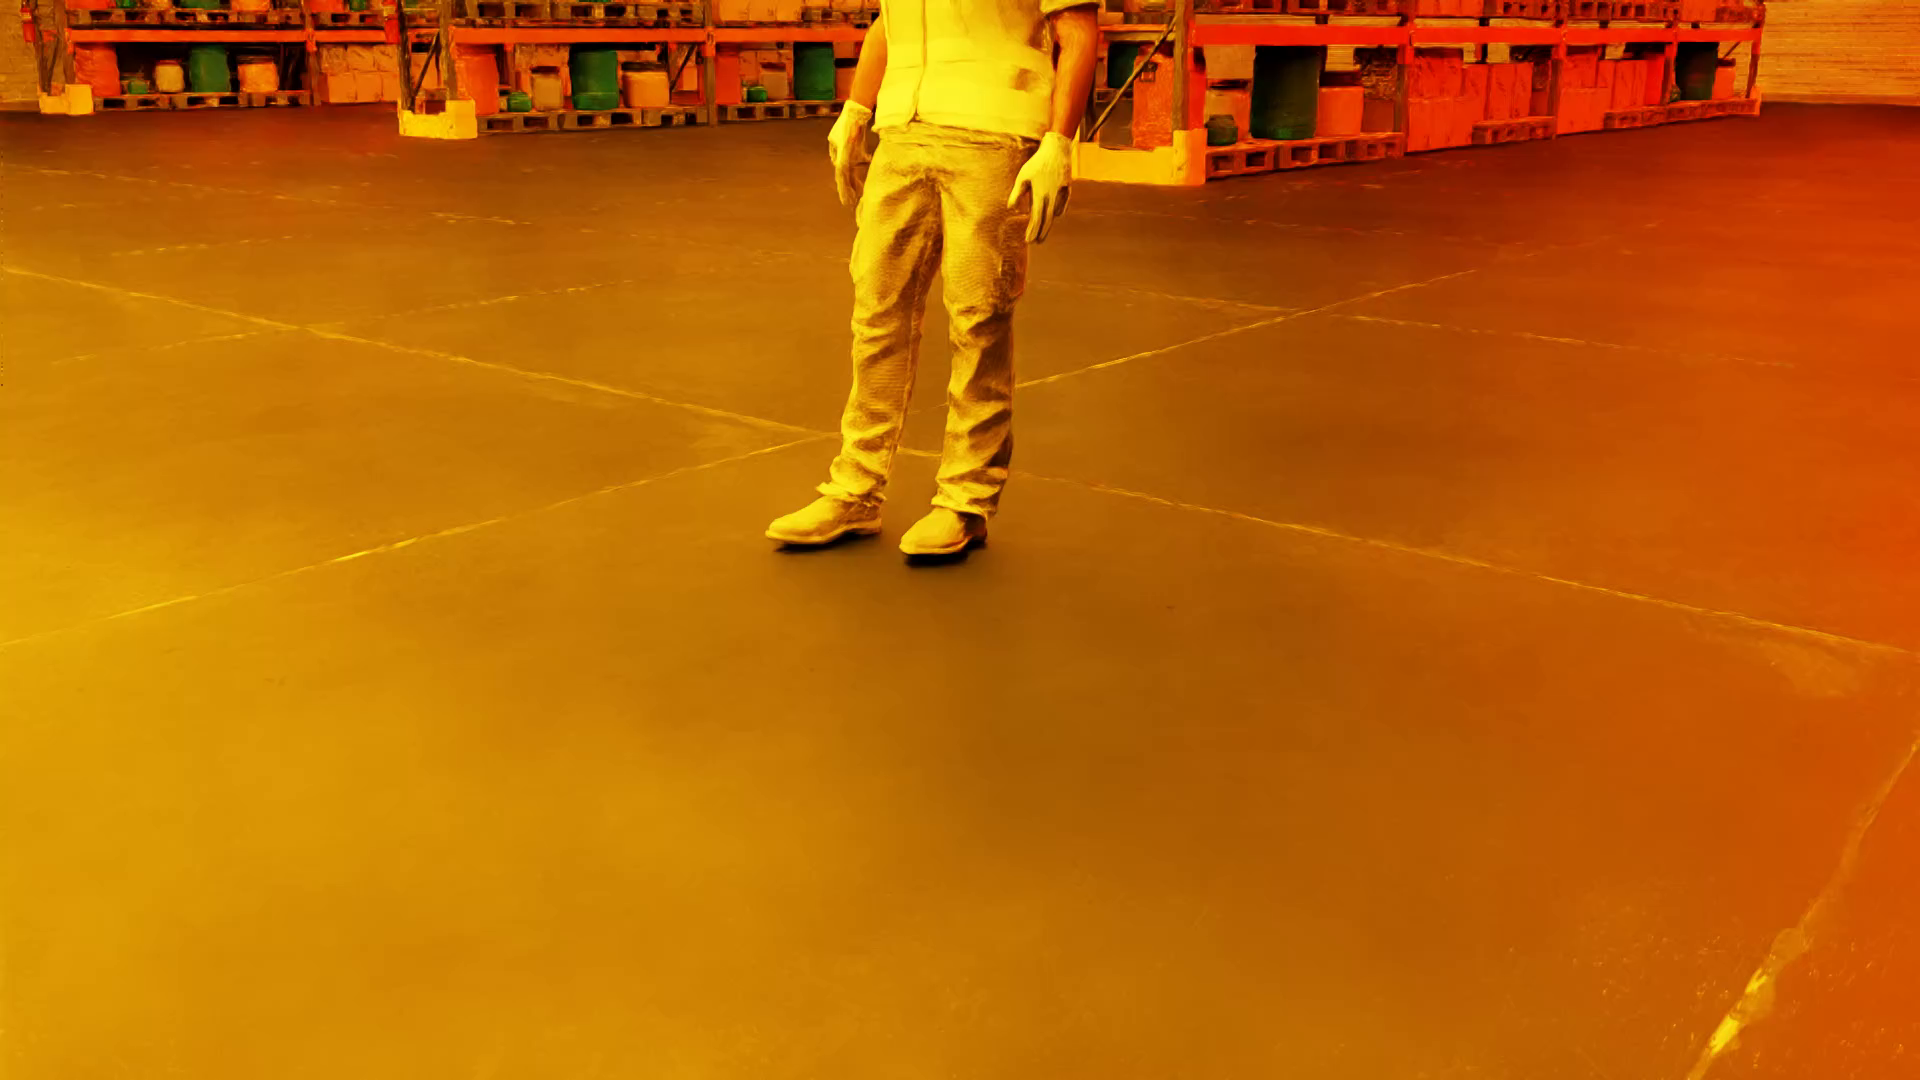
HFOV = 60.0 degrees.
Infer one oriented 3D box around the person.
[{"bbox_3d":[-0.052,-0.845,3.633,0.655,1.782,0.576,13,21,37],"label":"person"}]
